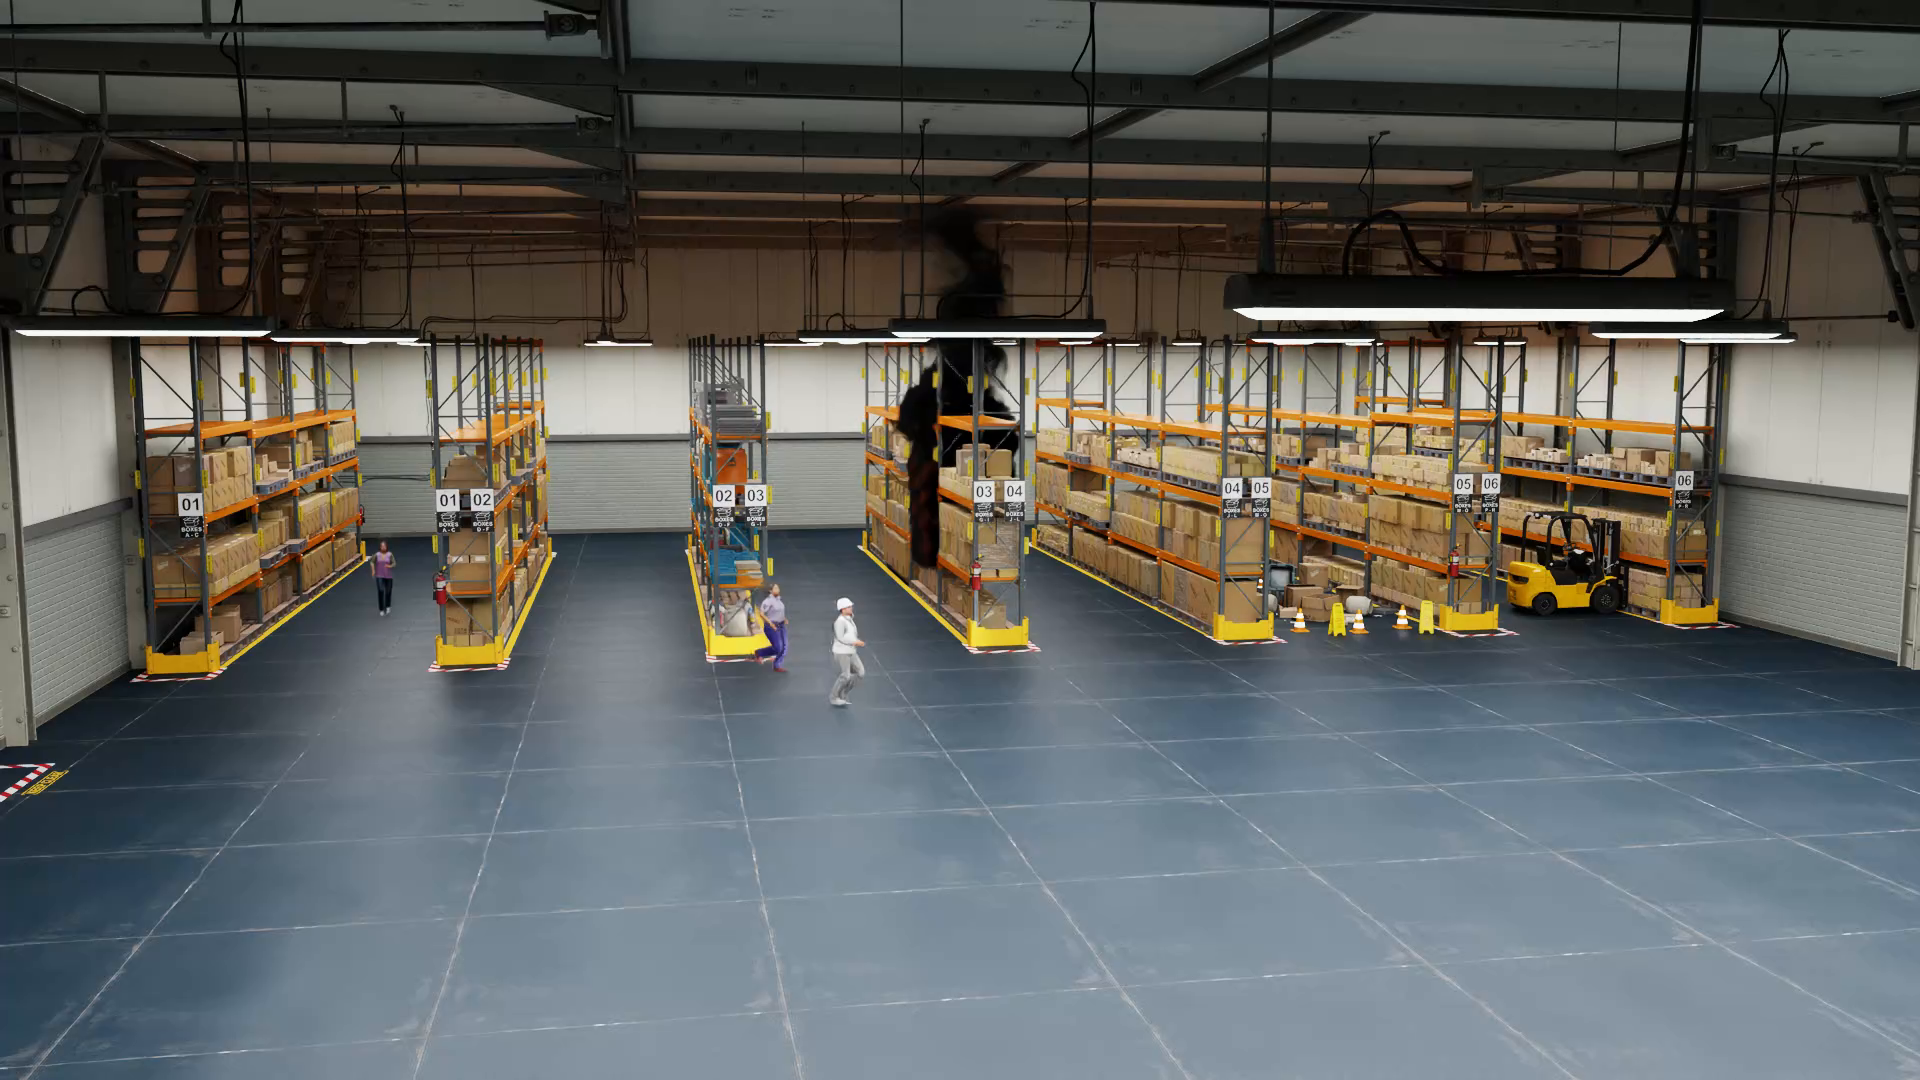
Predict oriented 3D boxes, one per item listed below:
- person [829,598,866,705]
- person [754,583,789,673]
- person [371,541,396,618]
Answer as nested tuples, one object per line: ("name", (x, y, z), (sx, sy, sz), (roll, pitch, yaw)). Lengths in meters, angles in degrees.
("person", (-1.793, 1.799, 26.694), (0.648, 1.756, 0.679), (2, 7, 16))
("person", (-3.340, 1.531, 29.534), (0.576, 1.511, 0.611), (3, 7, 22))
("person", (-12.357, 0.844, 35.685), (0.503, 1.644, 0.710), (-3, 7, -22))
